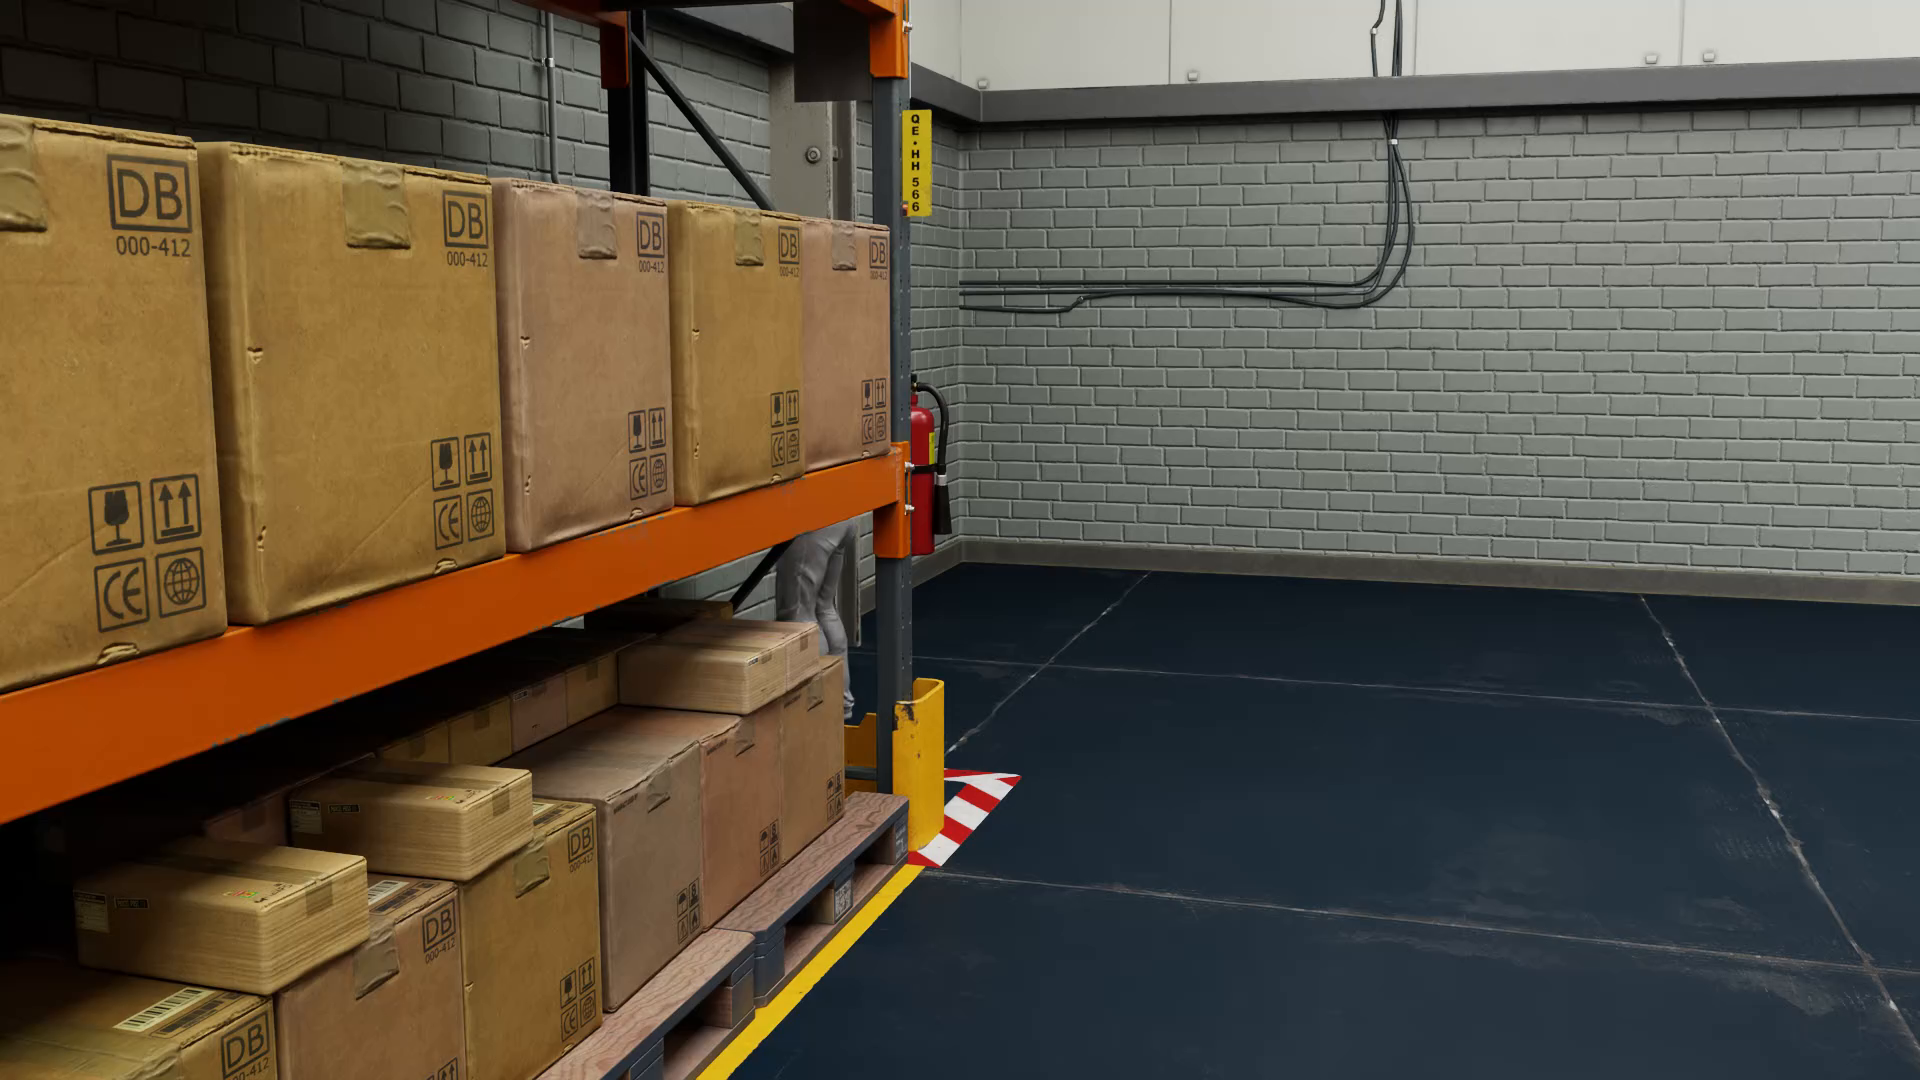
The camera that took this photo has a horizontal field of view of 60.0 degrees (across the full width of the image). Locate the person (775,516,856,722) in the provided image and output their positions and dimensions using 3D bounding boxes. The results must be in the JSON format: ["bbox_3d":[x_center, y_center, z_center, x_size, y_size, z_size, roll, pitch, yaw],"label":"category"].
[{"bbox_3d":[-0.707,-0.086,6.892,0.583,1.750,0.505,2,9,15],"label":"person"}]
